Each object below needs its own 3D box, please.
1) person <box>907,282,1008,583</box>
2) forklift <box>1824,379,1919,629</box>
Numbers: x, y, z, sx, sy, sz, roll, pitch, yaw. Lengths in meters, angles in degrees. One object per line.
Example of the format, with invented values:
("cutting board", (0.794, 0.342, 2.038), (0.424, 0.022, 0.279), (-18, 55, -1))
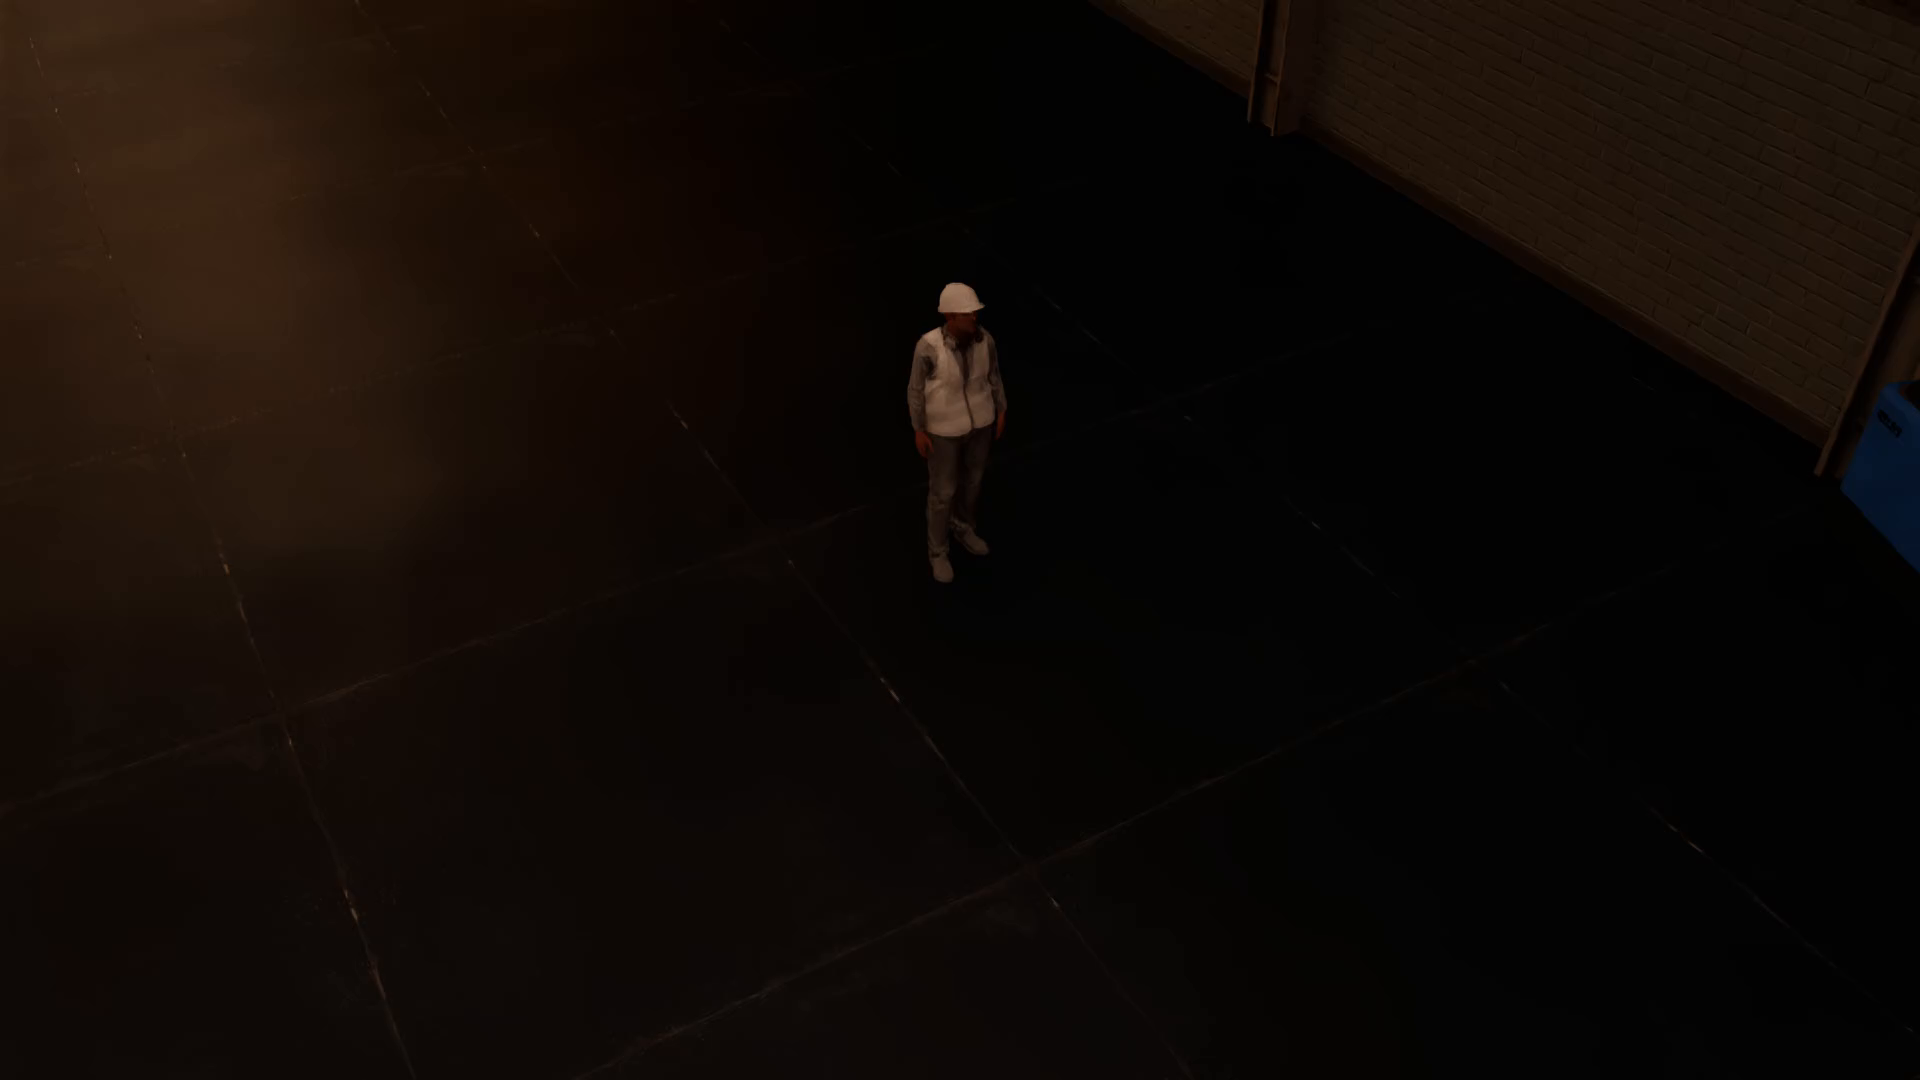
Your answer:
("person", (0.024, -0.651, 9.716), (0.632, 1.773, 0.567), (-20, 44, -23))
("forklift", (6.158, -0.354, 8.463), (1.130, 2.935, 3.031), (-7, 40, -8))
